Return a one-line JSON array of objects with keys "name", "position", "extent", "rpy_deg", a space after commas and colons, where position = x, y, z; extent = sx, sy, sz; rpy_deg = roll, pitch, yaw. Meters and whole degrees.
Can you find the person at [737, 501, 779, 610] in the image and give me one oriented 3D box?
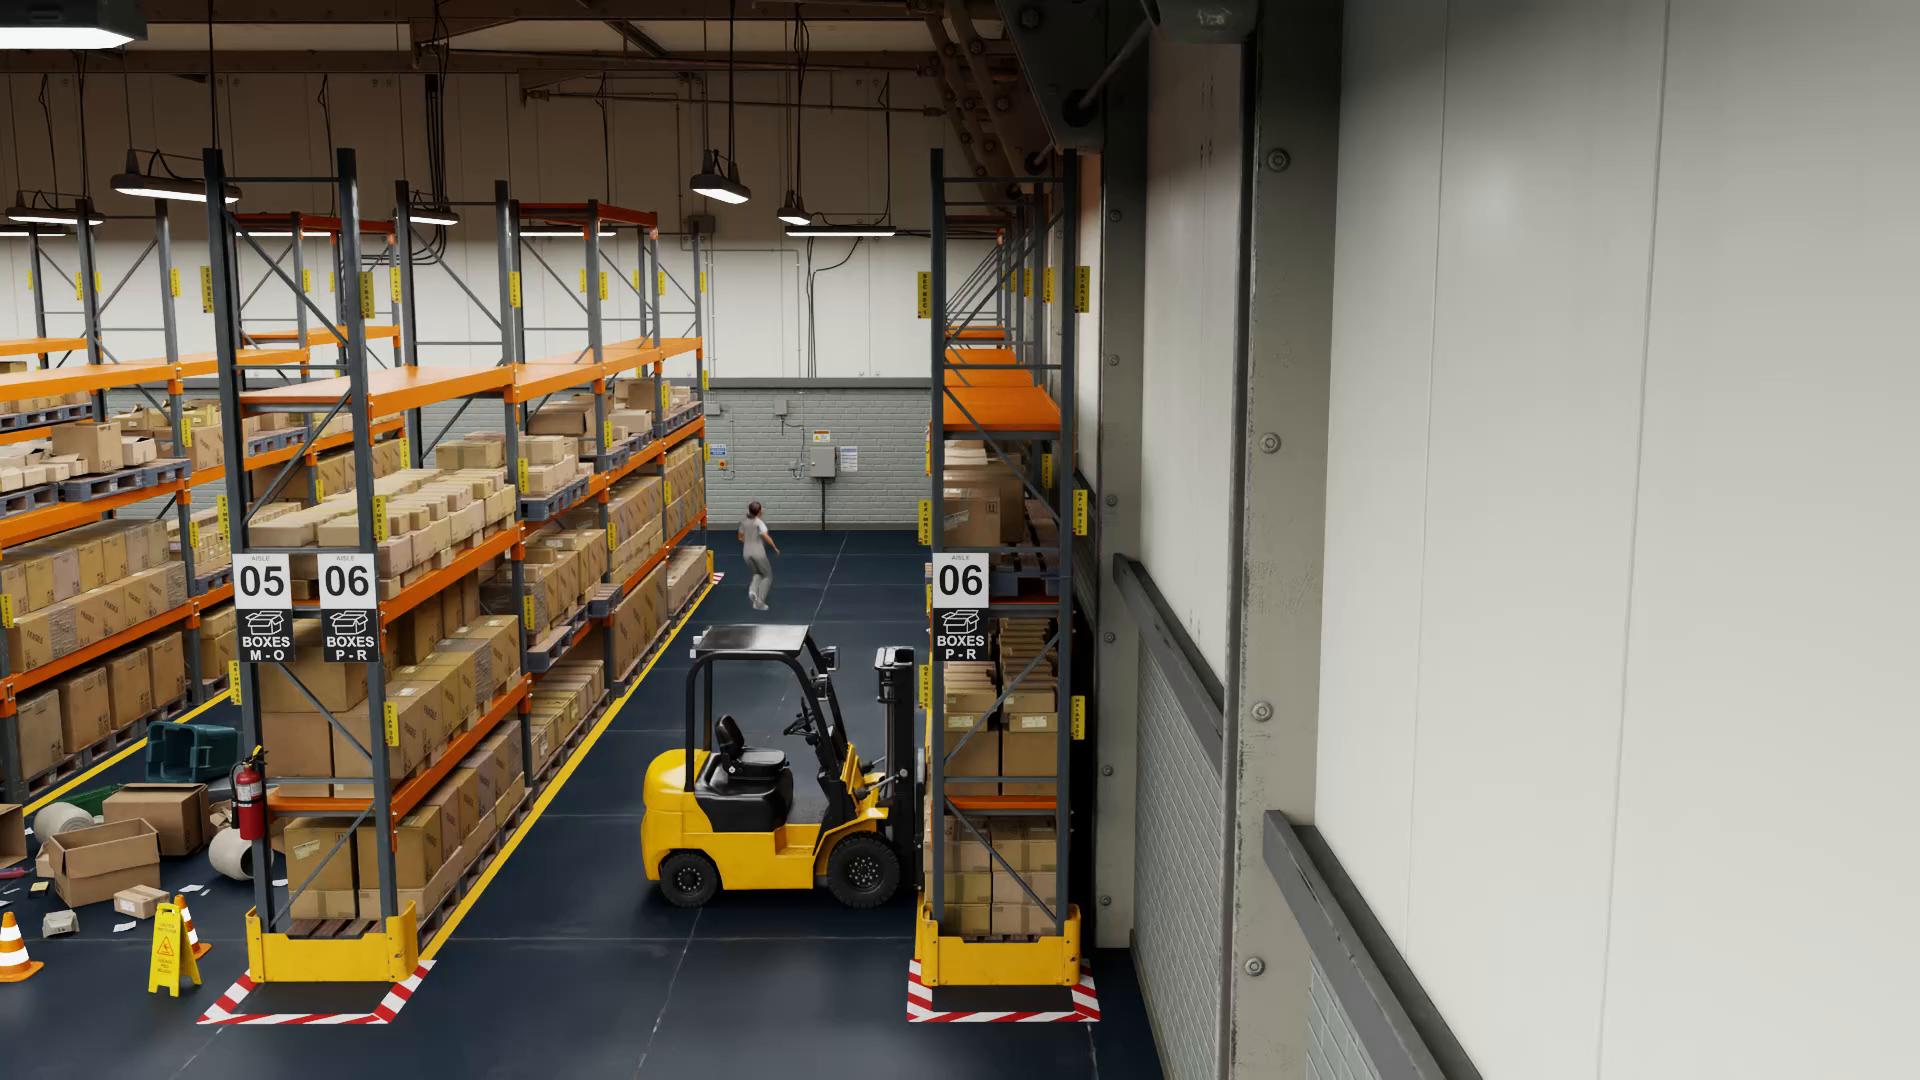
[{"name": "person", "position": [-2.987, 0.232, 24.346], "extent": [0.641, 1.594, 0.503], "rpy_deg": [4, 10, 24]}]
